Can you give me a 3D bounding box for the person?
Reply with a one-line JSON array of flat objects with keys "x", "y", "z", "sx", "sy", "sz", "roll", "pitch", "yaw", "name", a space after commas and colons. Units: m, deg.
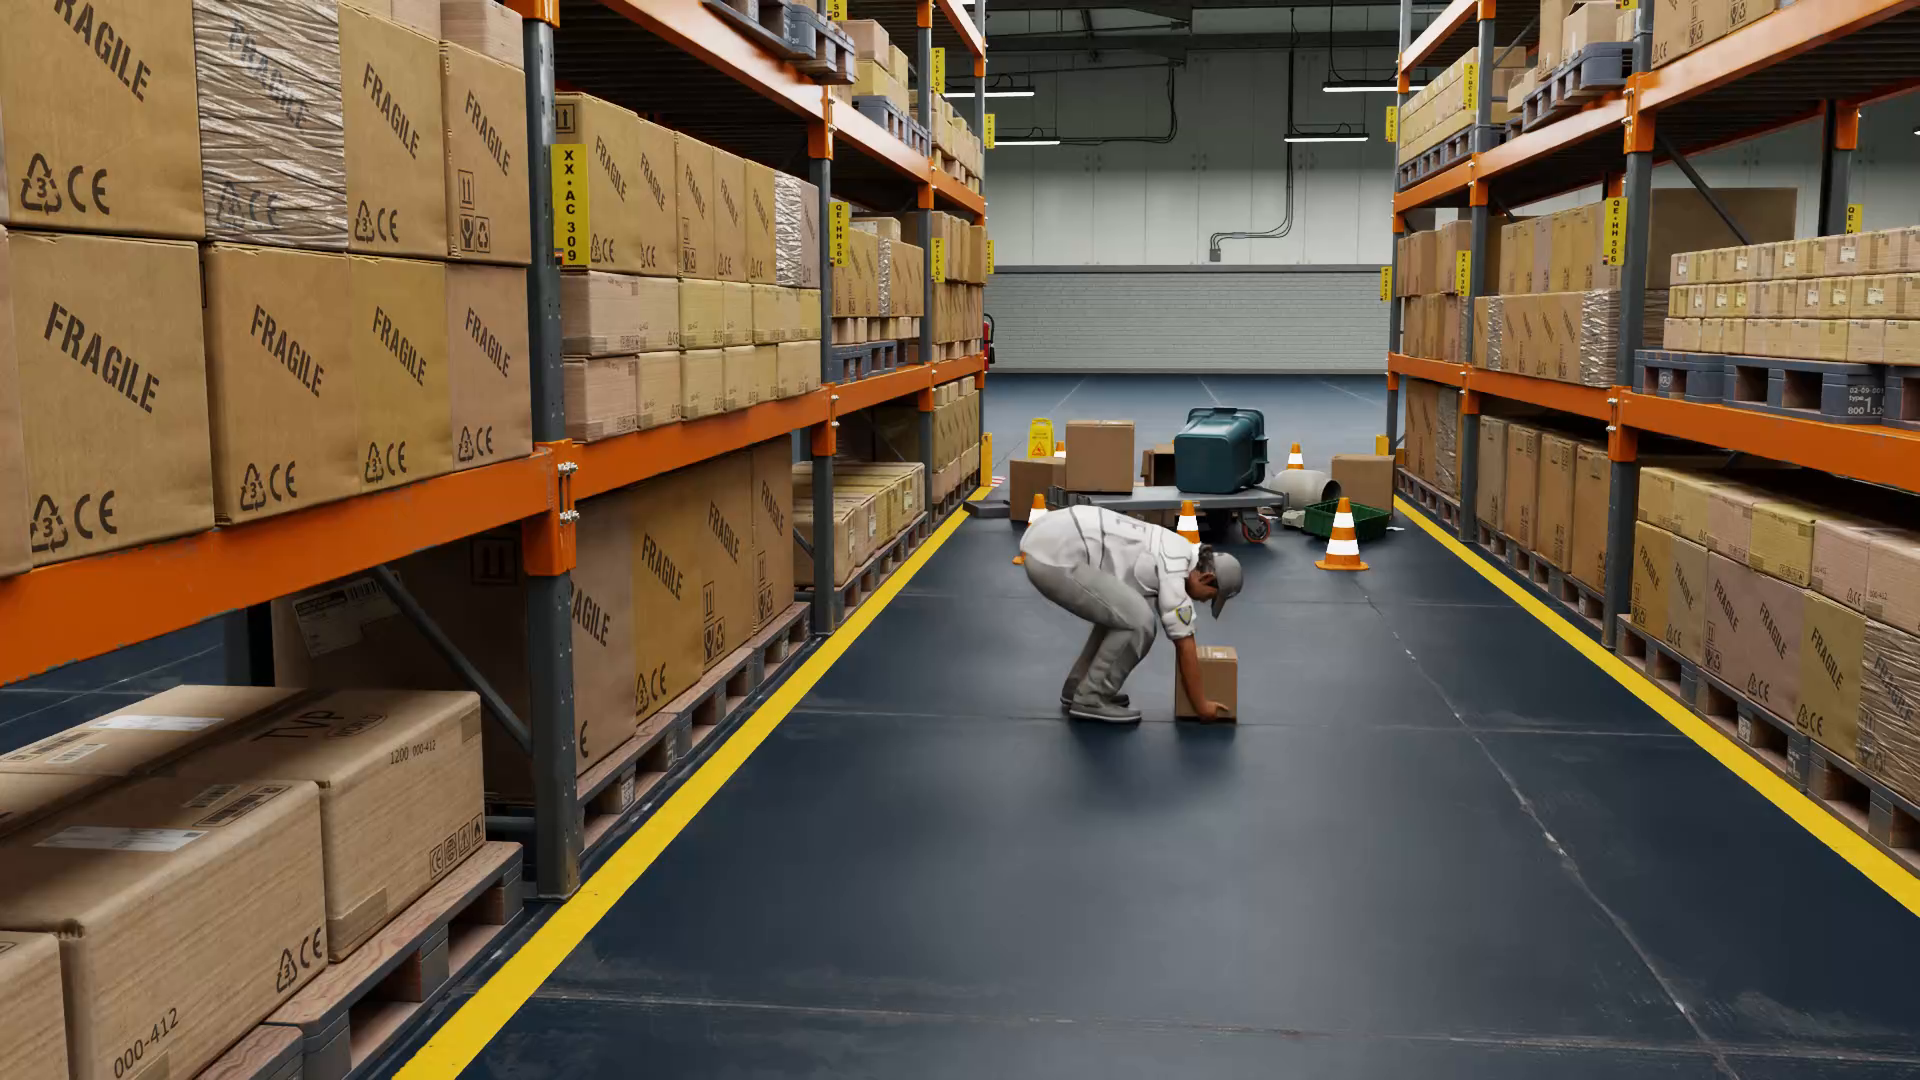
[{"x": 0.717, "y": 0.299, "z": 6.991, "sx": 0.937, "sy": 0.886, "sz": 0.513, "roll": 0, "pitch": 8, "yaw": 4, "name": "person"}]
